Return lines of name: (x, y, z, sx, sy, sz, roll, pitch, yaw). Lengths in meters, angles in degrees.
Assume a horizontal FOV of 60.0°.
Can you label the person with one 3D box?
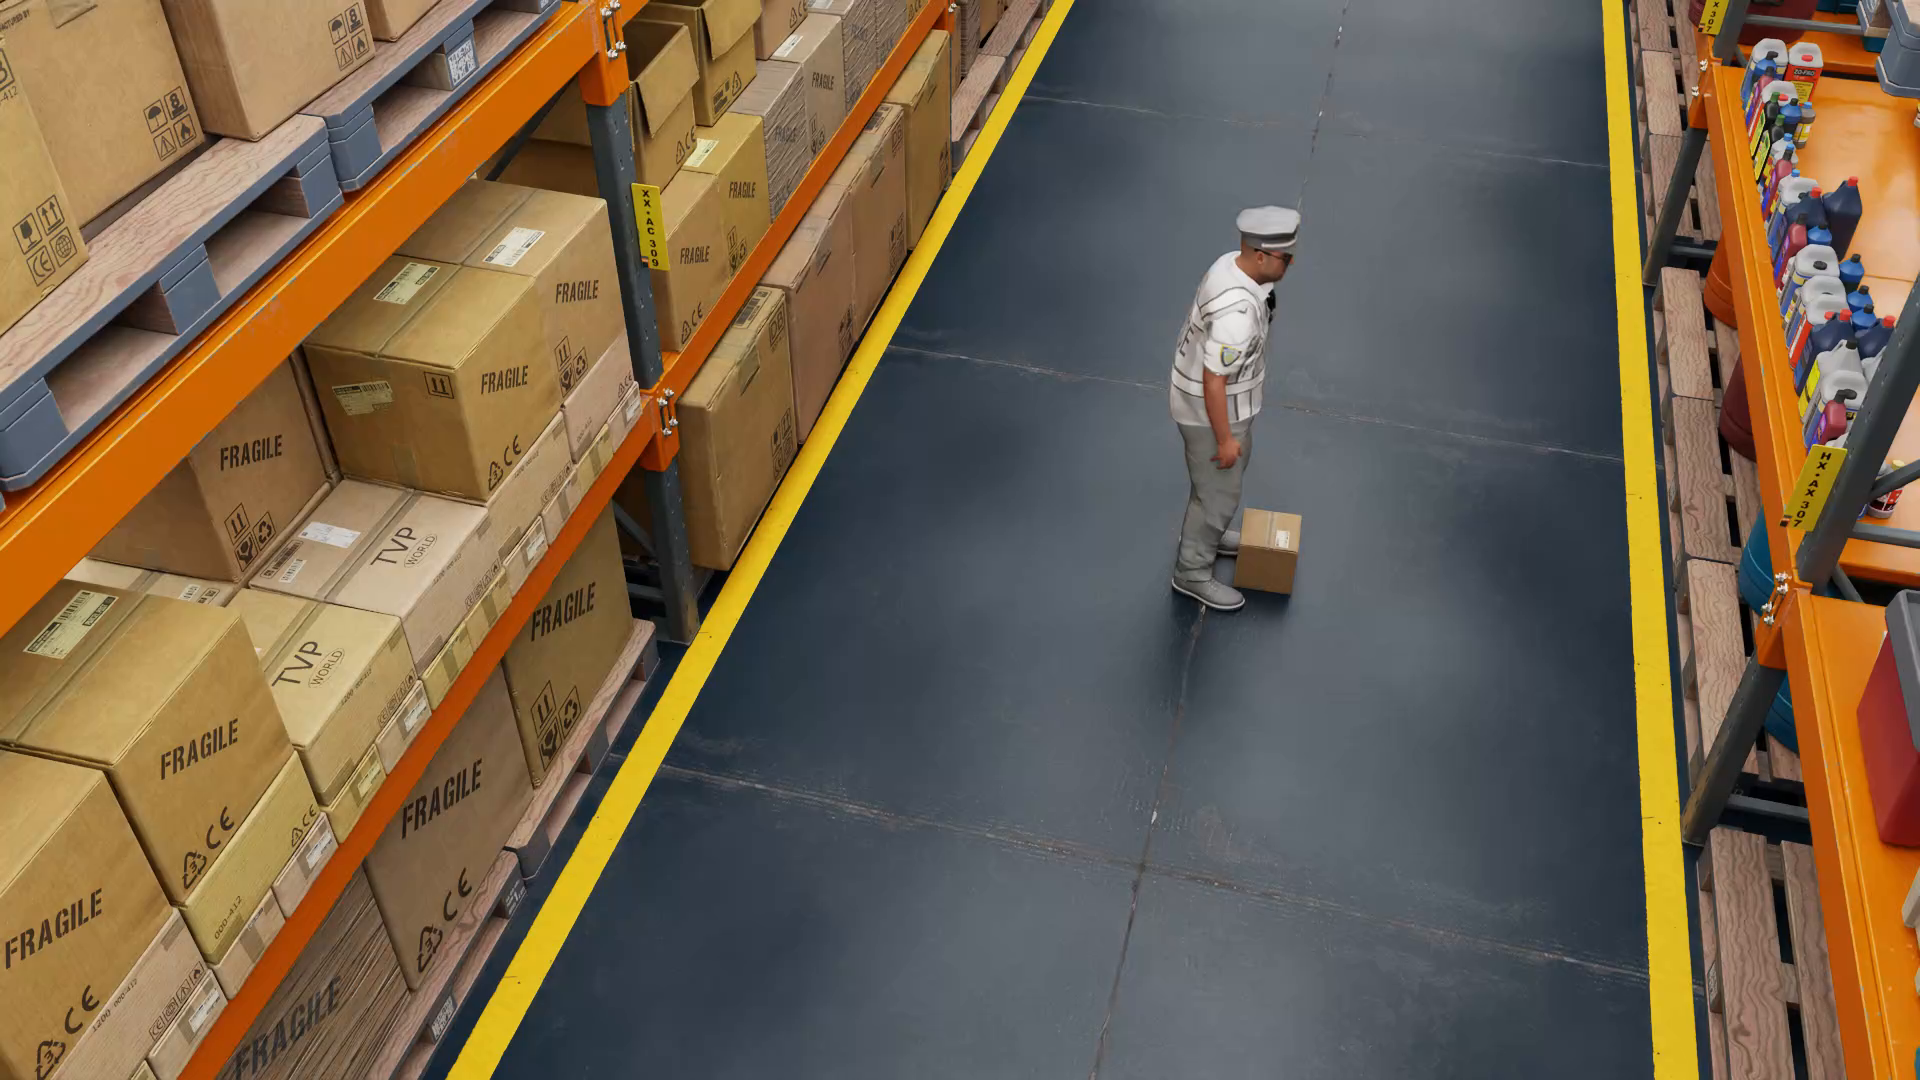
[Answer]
person: (1.074, -0.559, 6.800, 0.435, 1.748, 0.591, 9, 42, 11)
